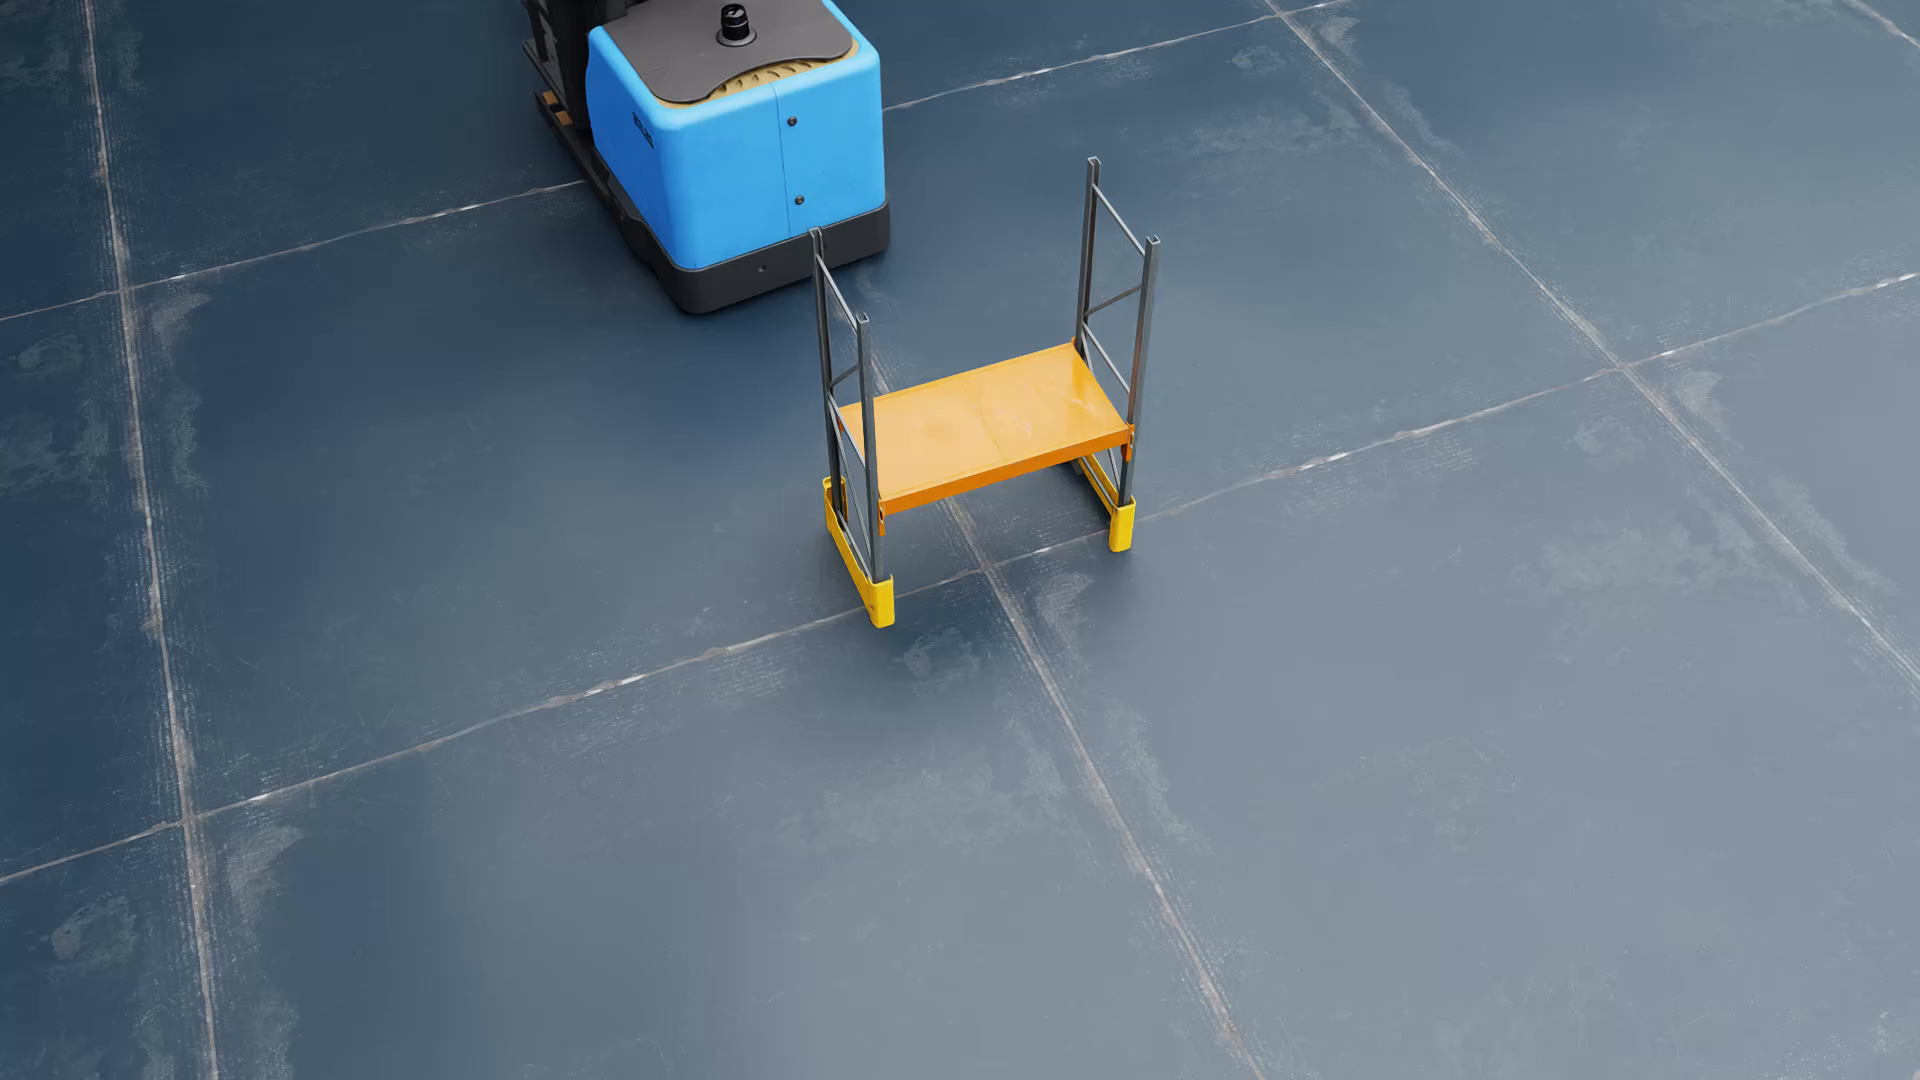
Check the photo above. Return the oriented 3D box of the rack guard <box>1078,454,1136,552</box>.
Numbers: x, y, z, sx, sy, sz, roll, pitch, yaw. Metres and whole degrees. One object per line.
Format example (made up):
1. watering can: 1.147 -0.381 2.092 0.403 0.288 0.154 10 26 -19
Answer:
1. rack guard: 0.532 -0.246 6.637 0.087 0.250 0.587 -17 52 -14

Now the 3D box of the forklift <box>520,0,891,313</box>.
1. forklift: -1.475 -3.078 7.303 1.130 2.935 3.031 -23 53 -18

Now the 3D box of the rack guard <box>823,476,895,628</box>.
1. rack guard: -0.390 0.040 6.392 0.087 0.250 0.587 -17 52 -14

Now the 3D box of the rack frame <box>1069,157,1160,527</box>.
1. rack frame: 0.550 -0.659 6.168 0.032 1.500 0.500 -17 52 -14

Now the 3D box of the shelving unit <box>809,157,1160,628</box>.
1. shelving unit: 0.071 -0.510 6.041 1.083 1.500 0.587 -17 52 -14

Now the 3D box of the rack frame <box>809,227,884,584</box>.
1. rack frame: -0.392 -0.367 5.918 0.032 1.500 0.500 -17 52 -14

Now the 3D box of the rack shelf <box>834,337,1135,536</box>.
1. rack shelf: 0.079 -0.396 6.179 1.000 0.185 0.538 -17 52 -14
